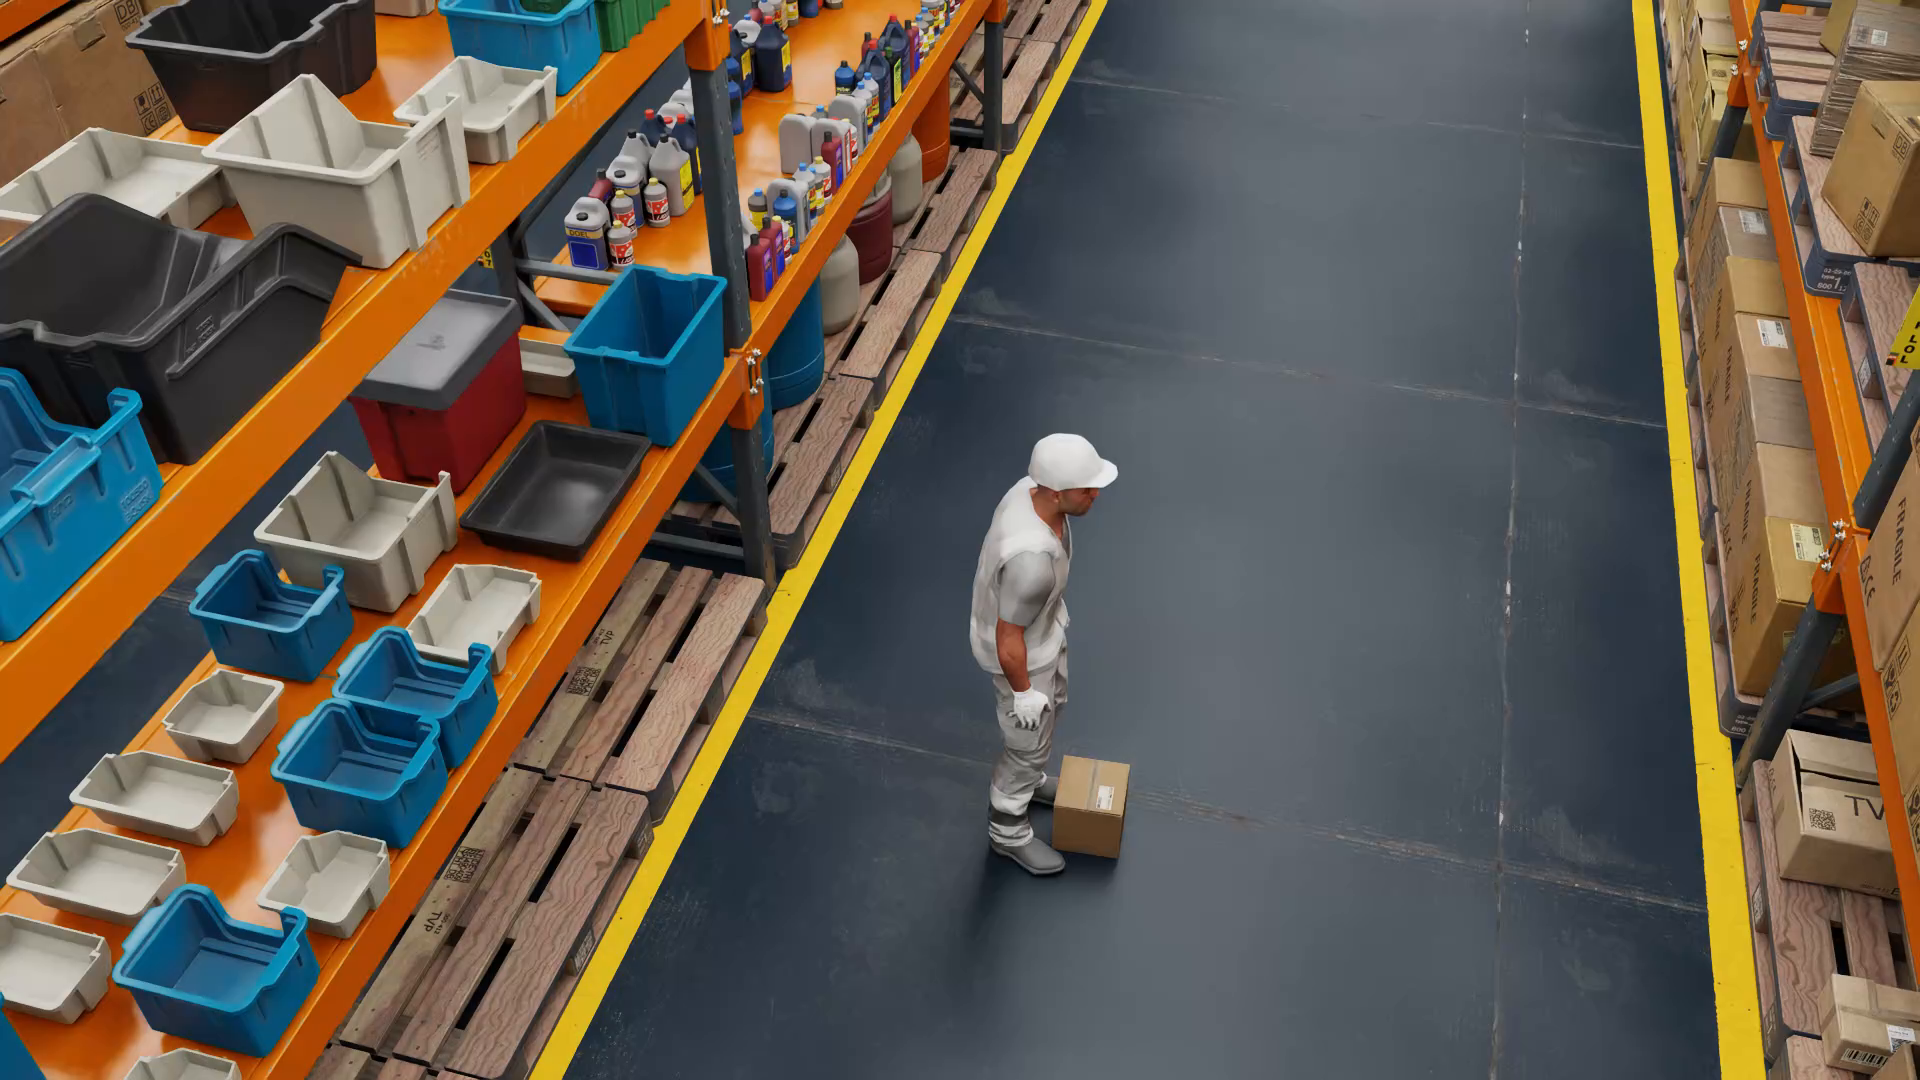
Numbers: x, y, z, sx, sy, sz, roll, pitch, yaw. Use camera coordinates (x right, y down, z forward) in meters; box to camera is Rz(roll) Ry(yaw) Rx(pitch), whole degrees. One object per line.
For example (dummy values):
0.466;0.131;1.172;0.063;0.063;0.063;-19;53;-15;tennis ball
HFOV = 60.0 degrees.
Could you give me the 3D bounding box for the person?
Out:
0.266;0.369;5.717;0.452;1.777;0.605;8;41;9;person
